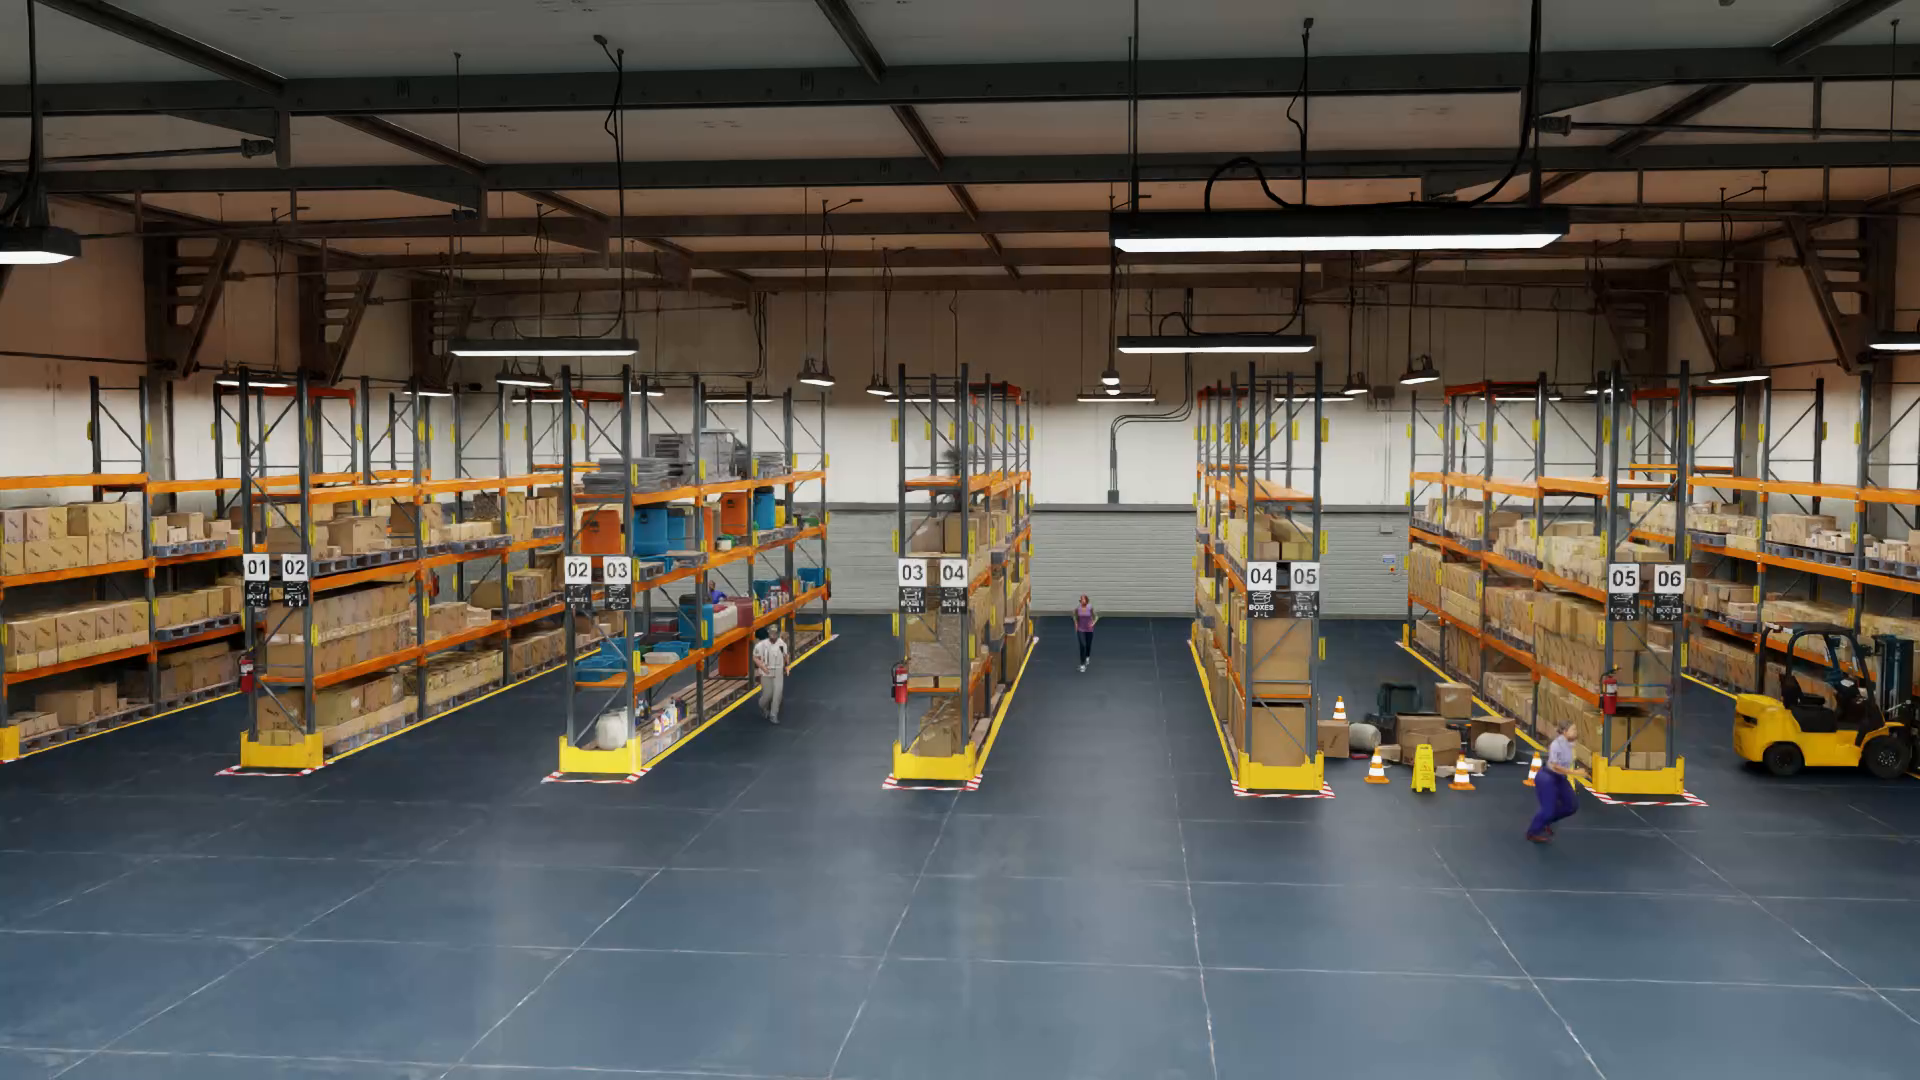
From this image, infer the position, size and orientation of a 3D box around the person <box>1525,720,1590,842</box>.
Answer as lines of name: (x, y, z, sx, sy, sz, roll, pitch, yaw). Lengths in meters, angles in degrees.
person: (7.286, 2.934, 20.238, 0.774, 1.537, 0.603, 3, 5, 43)

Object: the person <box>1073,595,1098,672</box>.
person: (2.668, 1.950, 35.245, 0.537, 1.606, 0.733, 0, 4, 7)

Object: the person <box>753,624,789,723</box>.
person: (-3.293, 2.299, 28.891, 0.662, 1.726, 0.700, -1, 4, -22)

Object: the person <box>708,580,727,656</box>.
person: (-5.590, 1.760, 37.830, 0.574, 1.686, 0.898, 1, 4, 12)
